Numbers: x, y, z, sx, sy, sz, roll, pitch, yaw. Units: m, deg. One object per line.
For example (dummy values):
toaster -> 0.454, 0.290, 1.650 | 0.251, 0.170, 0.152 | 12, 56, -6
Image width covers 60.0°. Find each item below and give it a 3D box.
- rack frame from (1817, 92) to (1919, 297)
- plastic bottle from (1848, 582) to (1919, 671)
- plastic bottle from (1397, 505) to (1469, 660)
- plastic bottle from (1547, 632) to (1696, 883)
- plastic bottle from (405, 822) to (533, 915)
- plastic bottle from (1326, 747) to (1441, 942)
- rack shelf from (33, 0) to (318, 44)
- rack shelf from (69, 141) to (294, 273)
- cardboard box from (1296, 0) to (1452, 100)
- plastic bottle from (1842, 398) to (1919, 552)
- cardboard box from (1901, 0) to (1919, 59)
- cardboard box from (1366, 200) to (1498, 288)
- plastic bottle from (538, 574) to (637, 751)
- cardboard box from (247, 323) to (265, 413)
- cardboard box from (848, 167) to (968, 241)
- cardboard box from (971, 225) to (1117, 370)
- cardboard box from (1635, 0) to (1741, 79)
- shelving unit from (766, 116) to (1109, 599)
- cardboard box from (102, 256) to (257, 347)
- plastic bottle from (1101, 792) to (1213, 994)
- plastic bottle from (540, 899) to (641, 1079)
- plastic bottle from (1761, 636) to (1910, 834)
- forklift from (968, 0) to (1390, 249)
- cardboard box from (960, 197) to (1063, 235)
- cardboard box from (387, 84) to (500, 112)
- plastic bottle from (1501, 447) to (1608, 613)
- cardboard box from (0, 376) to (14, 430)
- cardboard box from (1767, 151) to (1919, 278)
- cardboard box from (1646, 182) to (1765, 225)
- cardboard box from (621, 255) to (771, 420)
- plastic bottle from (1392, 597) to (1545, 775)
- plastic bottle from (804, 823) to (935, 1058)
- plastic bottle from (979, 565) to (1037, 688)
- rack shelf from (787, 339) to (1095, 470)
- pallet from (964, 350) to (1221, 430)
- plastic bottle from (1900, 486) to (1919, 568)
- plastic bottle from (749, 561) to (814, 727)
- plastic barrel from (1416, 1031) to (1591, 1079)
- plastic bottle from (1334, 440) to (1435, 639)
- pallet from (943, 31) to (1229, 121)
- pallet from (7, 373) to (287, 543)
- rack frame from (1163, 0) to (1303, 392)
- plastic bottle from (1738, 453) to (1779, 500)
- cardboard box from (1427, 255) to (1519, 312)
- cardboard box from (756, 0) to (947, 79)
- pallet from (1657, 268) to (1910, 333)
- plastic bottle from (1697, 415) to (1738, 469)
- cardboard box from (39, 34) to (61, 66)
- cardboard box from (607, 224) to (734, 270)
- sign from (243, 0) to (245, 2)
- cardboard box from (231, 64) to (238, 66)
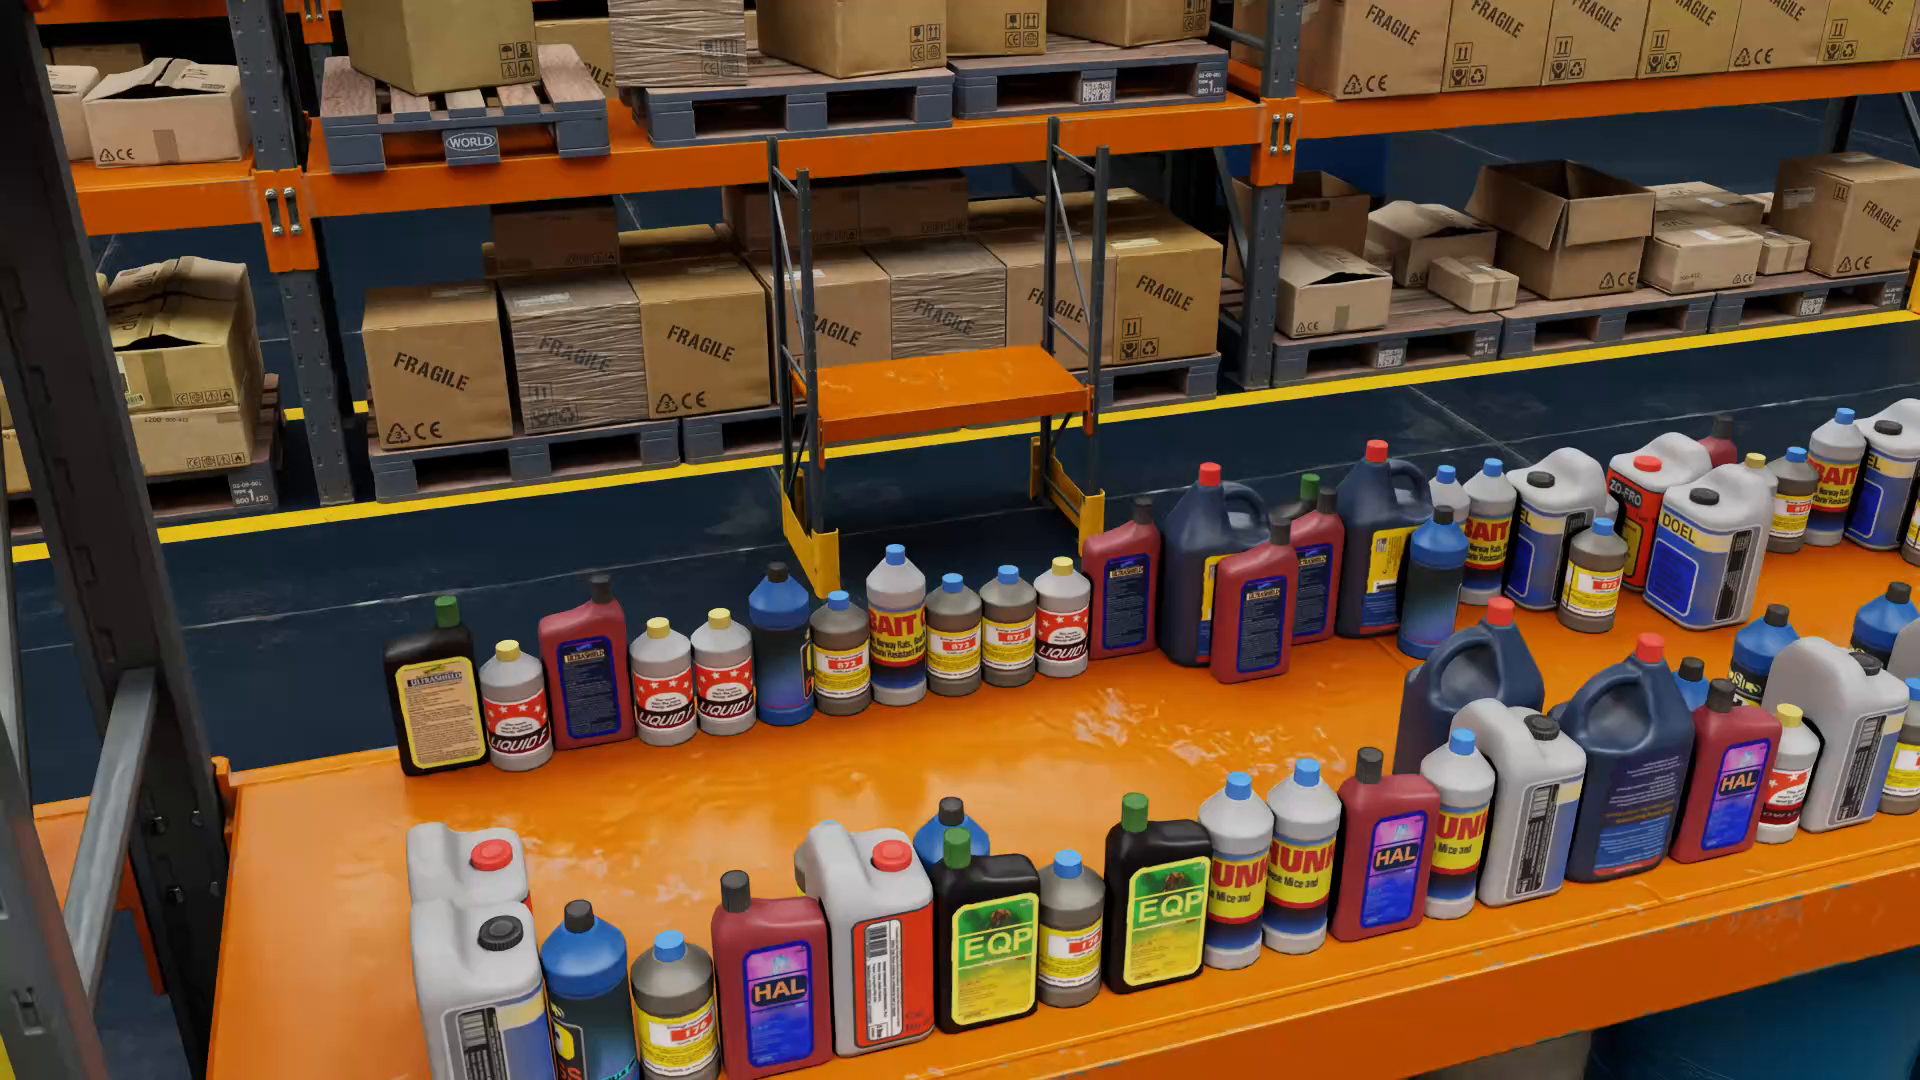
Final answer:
rack frame -> 5.014, -2.790, 8.496 | 0.127, 3.000, 1.000 | -8, 28, -16
plastic bottle -> 1.455, 0.193, 2.633 | 0.097, 0.271, 0.097 | 0, 26, 0
plastic bottle -> 0.823, 0.068, 2.884 | 0.097, 0.271, 0.097 | 0, 26, 0
plastic bottle -> 0.921, 0.295, 2.338 | 0.185, 0.351, 0.144 | -8, 28, -16
plastic bottle -> -0.598, 0.475, 2.059 | 0.135, 0.276, 0.152 | -8, 28, -16
plastic bottle -> 0.562, 0.396, 2.209 | 0.133, 0.283, 0.061 | -8, 28, -16
rack shelf -> -6.032, -3.184, 10.100 | 4.000, 0.370, 1.077 | -8, 28, -16
rack shelf -> -4.494, -1.090, 5.882 | 4.000, 0.370, 1.077 | -8, 28, -16
cardboard box -> 1.780, -2.239, 7.273 | 0.500, 0.500, 0.500 | -8, 27, -15
plastic bottle -> 1.835, -0.135, 3.289 | 0.135, 0.276, 0.152 | -8, 28, -16
cardboard box -> 4.673, -2.658, 8.117 | 0.500, 0.500, 0.500 | -7, 27, -15
cardboard box -> 2.378, -1.533, 8.494 | 0.500, 0.311, 0.500 | -8, 28, -16
plastic bottle -> -0.590, 0.191, 2.623 | 0.133, 0.283, 0.061 | -8, 28, -16
cardboard box -> -3.181, -0.696, 6.900 | 0.500, 0.250, 0.500 | -8, 28, -16
cardboard box -> -0.275, -1.551, 7.473 | 0.500, 0.250, 0.500 | -8, 28, -16
cardboard box -> 0.358, -1.063, 7.333 | 0.500, 0.500, 0.500 | -8, 28, -16
cardboard box -> 3.225, -2.449, 7.697 | 0.500, 0.500, 0.500 | -9, 28, -17
shelving unit -> -0.072, -0.661, 5.895 | 1.083, 1.500, 0.587 | -8, 28, -16
cardboard box -> -3.181, -0.948, 6.775 | 0.500, 0.311, 0.500 | -7, 27, -14
plastic bottle -> 0.250, 0.442, 2.118 | 0.133, 0.283, 0.061 | -8, 28, -16
plastic bottle -> -0.432, 0.537, 1.939 | 0.097, 0.271, 0.097 | 0, 26, 0
plastic bottle -> 1.291, 0.273, 2.467 | 0.135, 0.276, 0.152 | -8, 28, -16
forklift -> 0.882, -3.087, 9.172 | 3.031, 2.935, 1.130 | -6, 27, -11
cardboard box -> 0.172, -1.274, 7.760 | 0.500, 0.500, 0.500 | -8, 27, -15
cardboard box -> -3.390, -3.053, 10.971 | 0.750, 0.750, 0.750 | -9, 28, -17
plastic bottle -> 1.082, -0.026, 3.069 | 0.135, 0.276, 0.152 | -8, 28, -16
cardboard box -> -3.506, -0.645, 6.165 | 0.500, 0.311, 0.500 | -9, 28, -17
cardboard box -> 4.573, -1.688, 8.593 | 0.500, 0.500, 0.500 | -8, 28, -16
cardboard box -> 3.934, -1.731, 8.961 | 0.500, 0.250, 0.500 | -8, 28, -16
cardboard box -> -1.097, -0.849, 6.902 | 0.500, 0.500, 0.500 | -9, 28, -17
plastic bottle -> 0.746, 0.249, 2.431 | 0.185, 0.351, 0.144 | -8, 28, -16
plastic bottle -> -0.111, 0.476, 2.058 | 0.135, 0.276, 0.152 | -8, 28, -16
plastic bottle -> 0.081, 0.139, 2.819 | 0.097, 0.201, 0.097 | 0, 26, 0
rack shelf -> -0.081, -0.499, 5.973 | 1.000, 0.185, 0.538 | -8, 28, -16
pallet -> 0.449, -0.862, 7.748 | 1.213, 0.211, 1.003 | -8, 28, -16
plastic bottle -> 1.892, -0.052, 3.204 | 0.097, 0.201, 0.097 | 0, 26, 0
plastic bottle -> -0.290, 0.162, 2.696 | 0.097, 0.271, 0.097 | 0, 26, 0
plastic barrel -> 0.981, 0.988, 3.213 | 0.421, 0.512, 0.421 | 0, 26, 0
plastic bottle -> 0.744, -0.013, 2.958 | 0.185, 0.351, 0.144 | -8, 28, -16
pallet -> 0.417, -2.089, 7.300 | 1.213, 0.211, 1.003 | -8, 28, -16
pallet -> -3.387, -0.342, 6.702 | 1.213, 0.211, 1.003 | -8, 28, -16
rack frame -> 1.211, -2.239, 7.386 | 0.127, 3.000, 1.000 | -8, 28, -16
plastic bottle -> 1.531, -0.071, 3.242 | 0.097, 0.201, 0.097 | 0, 26, 0
cardboard box -> 2.496, -1.256, 8.099 | 0.250, 0.166, 0.380 | -8, 28, -16
cardboard box -> -0.450, -2.202, 6.728 | 0.500, 0.500, 0.700 | -16, 31, -29
pallet -> 4.184, -1.420, 8.873 | 1.213, 0.211, 1.003 | -8, 28, -16
plastic bottle -> 1.416, -0.099, 3.208 | 0.133, 0.283, 0.061 | -8, 28, -16
cardboard box -> -5.847, -2.949, 10.290 | 0.500, 0.250, 0.500 | -8, 28, -16
cardboard box -> -1.284, -1.065, 7.337 | 0.500, 0.500, 0.500 | -9, 28, -18
sign -> -2.417, -1.972, 5.547 | 0.005, 0.325, 0.100 | -8, 28, -16
cardboard box -> -4.799, -2.738, 10.708 | 0.500, 0.500, 0.700 | -8, 27, -15
